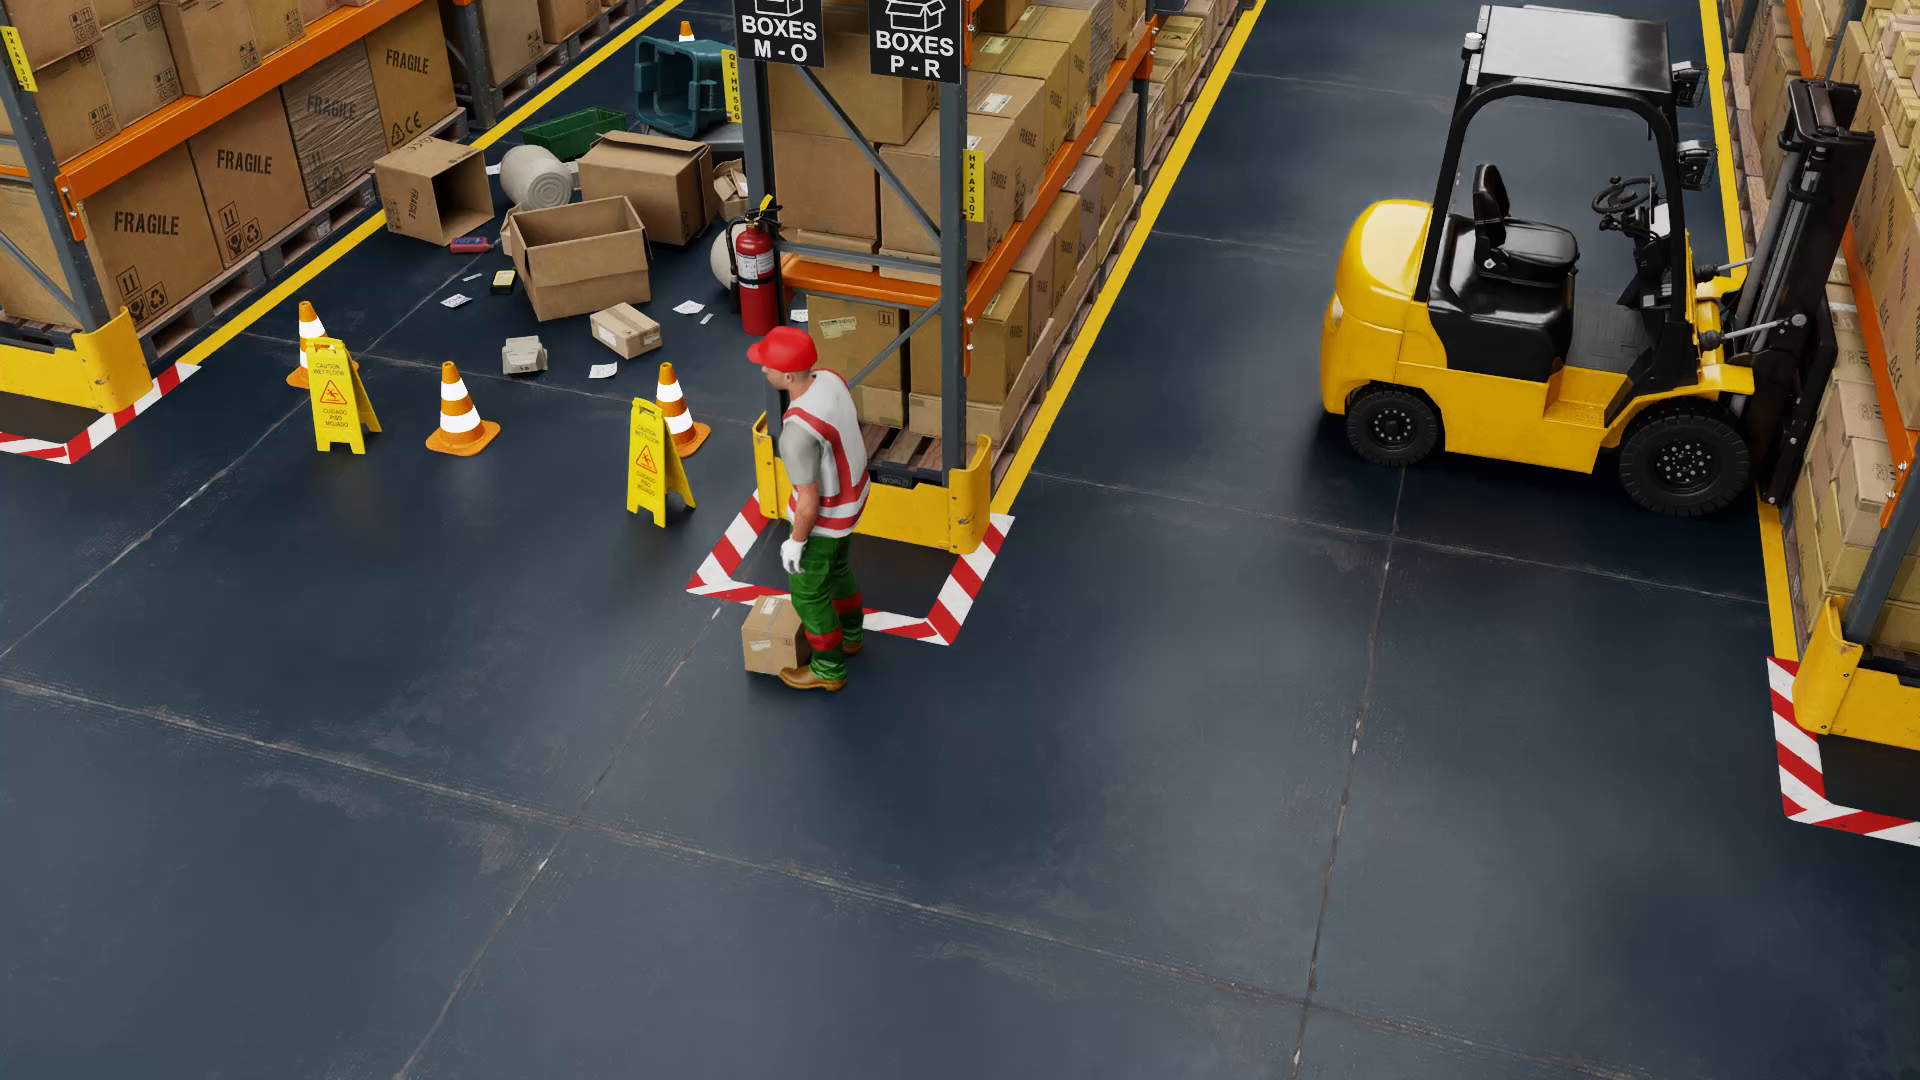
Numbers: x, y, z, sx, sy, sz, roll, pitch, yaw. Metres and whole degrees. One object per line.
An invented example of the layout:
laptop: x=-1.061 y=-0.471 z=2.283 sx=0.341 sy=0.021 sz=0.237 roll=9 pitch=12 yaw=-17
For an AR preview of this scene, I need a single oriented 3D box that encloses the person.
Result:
person: x=-0.615 y=-0.124 z=7.046 sx=0.453 sy=1.778 sz=0.617 roll=8 pitch=38 yaw=11
